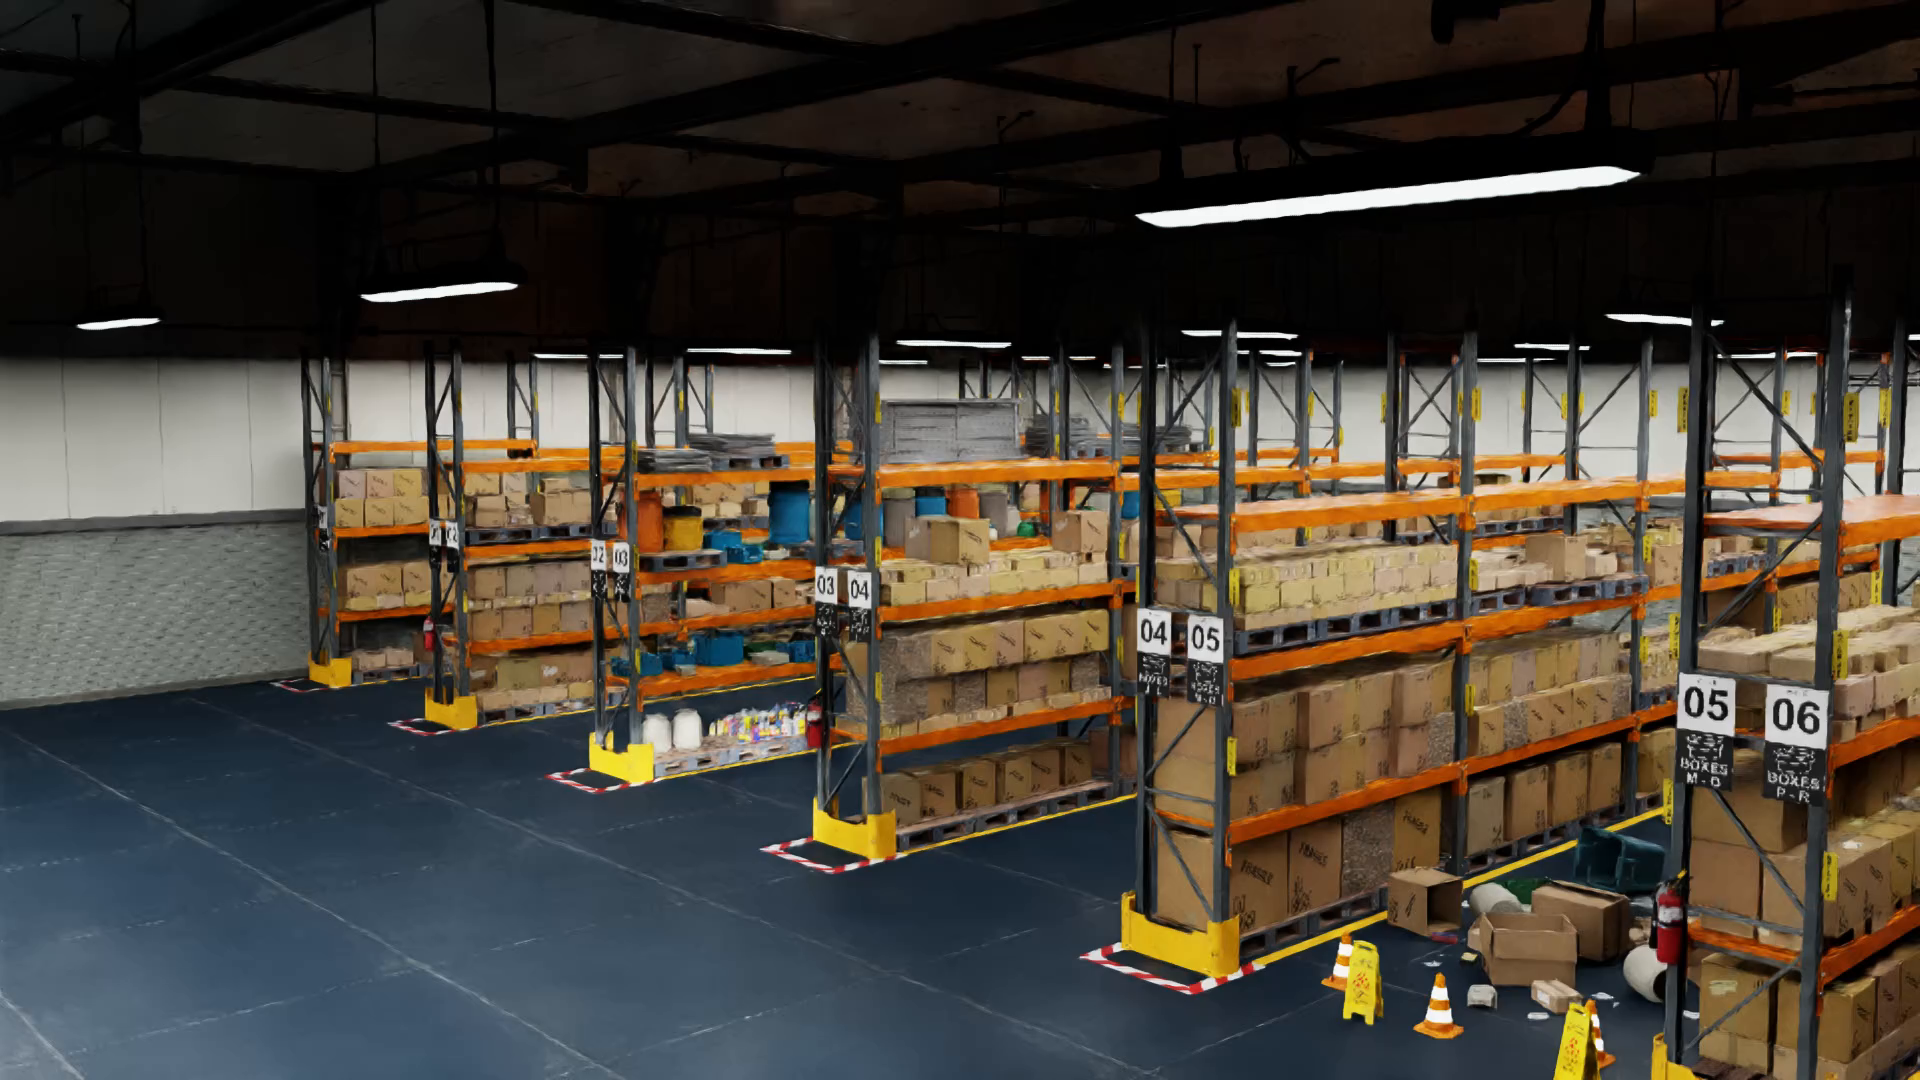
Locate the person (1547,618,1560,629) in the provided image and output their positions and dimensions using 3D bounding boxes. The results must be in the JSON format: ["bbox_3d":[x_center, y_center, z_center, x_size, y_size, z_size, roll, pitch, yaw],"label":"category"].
[{"bbox_3d":[9.401,2.009,26.227,0.682,1.715,0.542,5,7,45],"label":"person"}]
